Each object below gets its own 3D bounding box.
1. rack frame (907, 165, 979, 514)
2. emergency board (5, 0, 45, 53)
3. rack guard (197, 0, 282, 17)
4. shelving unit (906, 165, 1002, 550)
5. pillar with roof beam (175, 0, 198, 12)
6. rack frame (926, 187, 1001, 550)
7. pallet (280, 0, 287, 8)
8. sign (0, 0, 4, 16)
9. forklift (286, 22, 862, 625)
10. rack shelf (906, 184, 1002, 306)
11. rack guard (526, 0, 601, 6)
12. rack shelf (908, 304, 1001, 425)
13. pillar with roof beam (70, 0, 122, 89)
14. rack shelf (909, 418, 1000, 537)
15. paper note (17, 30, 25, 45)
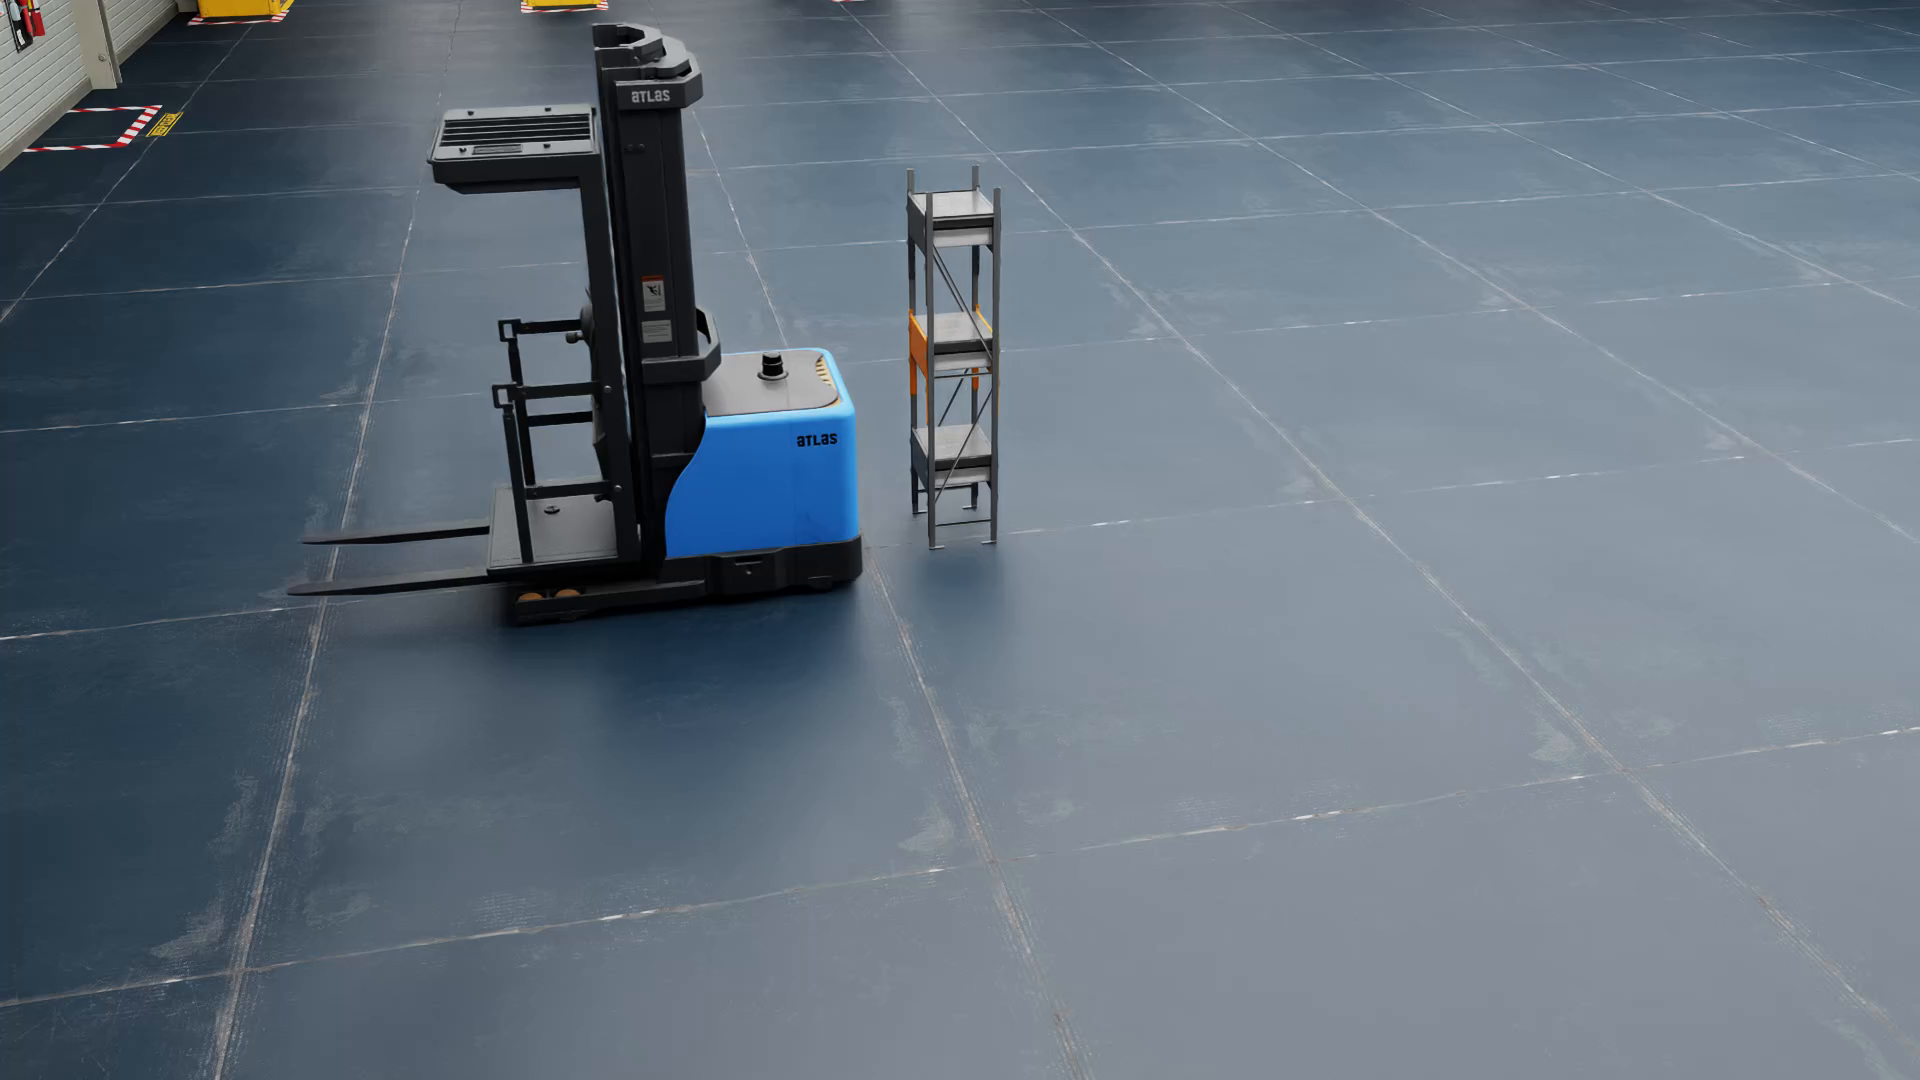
[{"bbox_3d":[-0.092,-1.117,9.633,0.400,2.100,0.015,-6,27,-12],"label":"rack frame"},{"bbox_3d":[-10.396,-6.059,18.425,0.194,1.169,0.643,-6,27,-12],"label":"emergency board"},{"bbox_3d":[-11.284,-8.479,25.995,1.175,0.500,0.348,-6,27,-12],"label":"rack guard"},{"bbox_3d":[-0.037,-1.010,9.421,0.431,2.100,0.503,-6,27,-12],"label":"shelving unit"},{"bbox_3d":[-8.073,-12.897,25.315,9.100,9.000,0.400,-6,27,-12],"label":"pillar with roof beam"},{"bbox_3d":[0.018,-0.903,9.209,0.400,2.100,0.015,-6,27,-12],"label":"rack frame"},{"bbox_3d":[-11.433,-8.711,26.774,1.003,0.211,1.213,-6,27,-12],"label":"pallet"},{"bbox_3d":[-10.372,-5.821,17.915,0.001,0.329,0.234,-6,27,-12],"label":"sign"},{"bbox_3d":[-2.114,-1.118,8.713,3.031,2.935,1.130,-6,27,-11],"label":"forklift"},{"bbox_3d":[-0.037,-1.623,9.112,0.431,0.518,0.480,-6,27,-12],"label":"rack shelf"},{"bbox_3d":[-6.436,-8.940,26.908,1.175,0.500,0.348,-6,27,-12],"label":"rack guard"},{"bbox_3d":[-0.037,-0.998,9.427,0.431,0.518,0.480,-6,27,-12],"label":"rack shelf"},{"bbox_3d":[-6.721,-10.263,20.096,9.100,9.000,0.400,-6,27,-12],"label":"pillar with roof beam"},{"bbox_3d":[-0.037,-0.373,9.742,0.431,0.518,0.480,-6,27,-12],"label":"rack shelf"},{"bbox_3d":[-10.423,-5.581,18.455,0.016,0.148,0.142,-6,27,-12],"label":"paper note"}]
